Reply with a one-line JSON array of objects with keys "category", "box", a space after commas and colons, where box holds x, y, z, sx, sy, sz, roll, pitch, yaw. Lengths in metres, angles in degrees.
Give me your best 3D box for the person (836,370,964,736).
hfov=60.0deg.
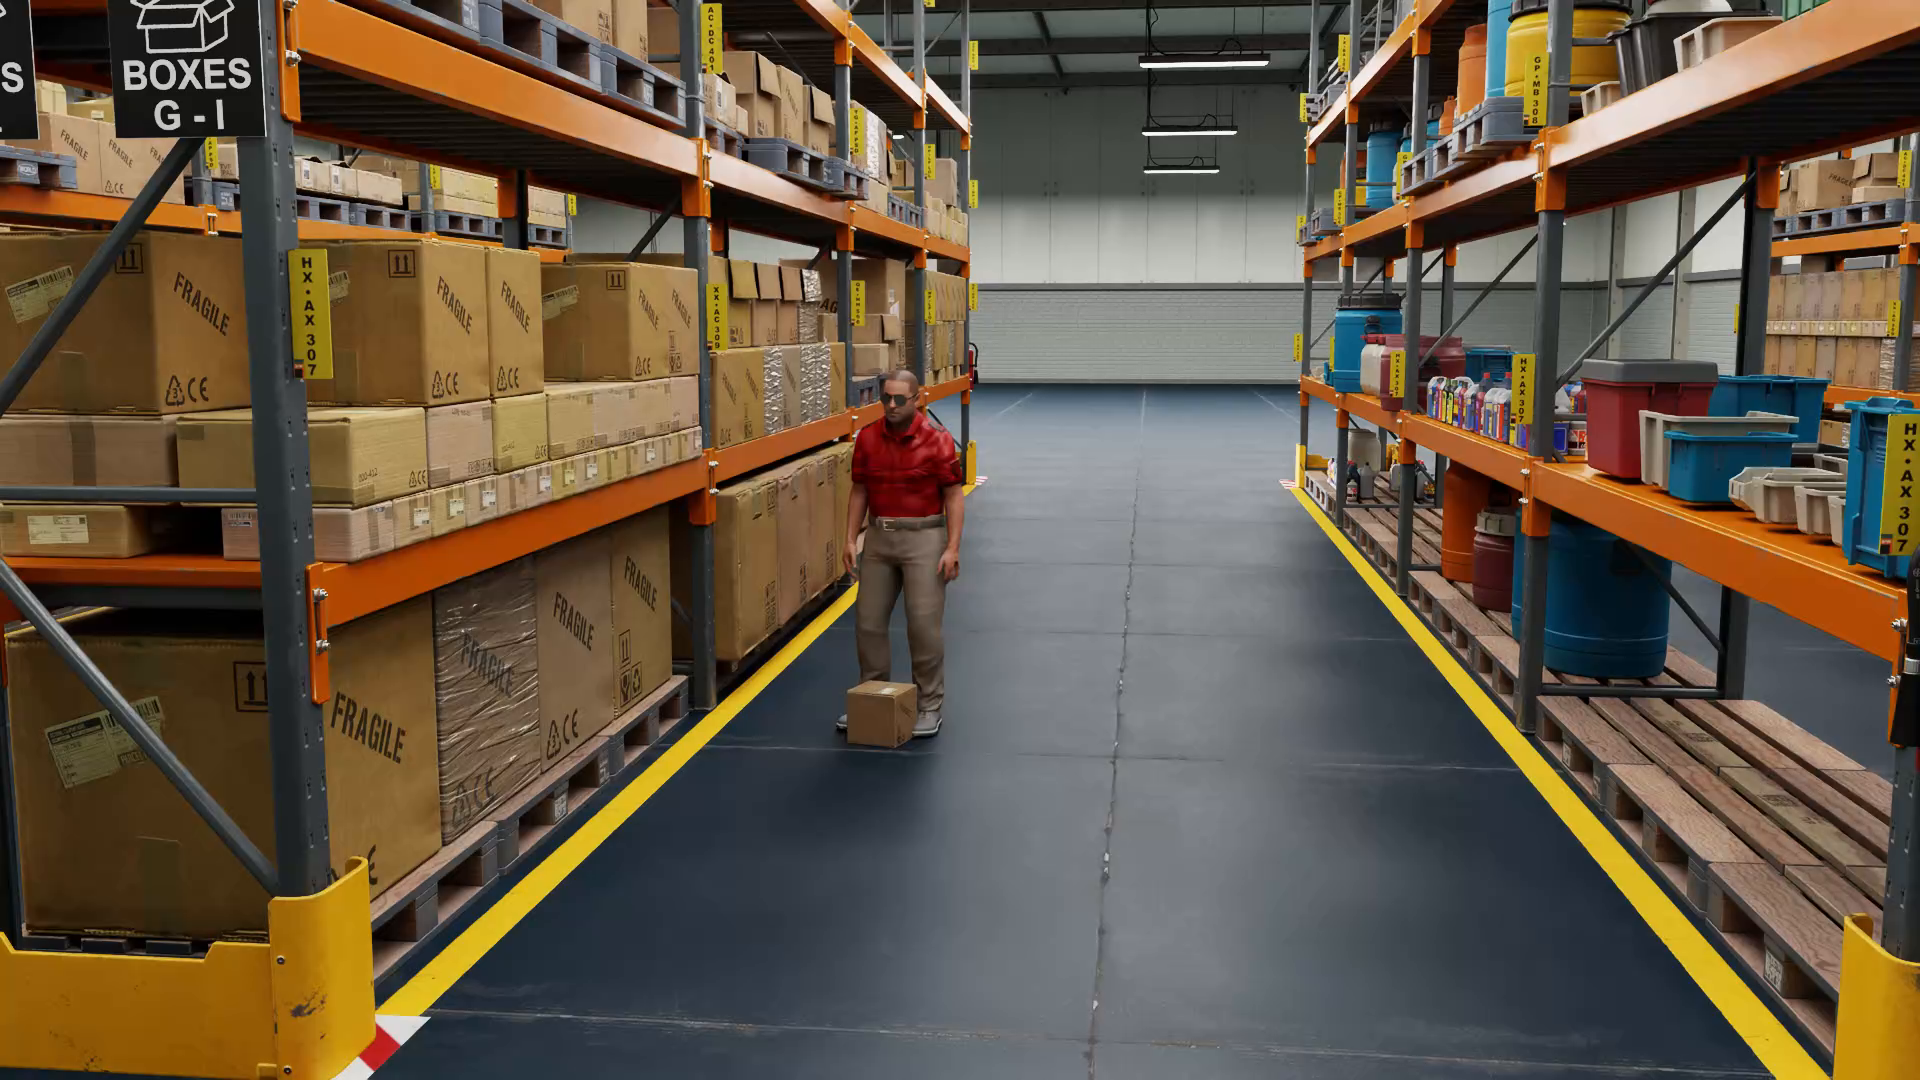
[{"category": "person", "box": [-0.273, 0.052, 7.949, 0.594, 1.726, 0.388, 3, 8, 21]}]
